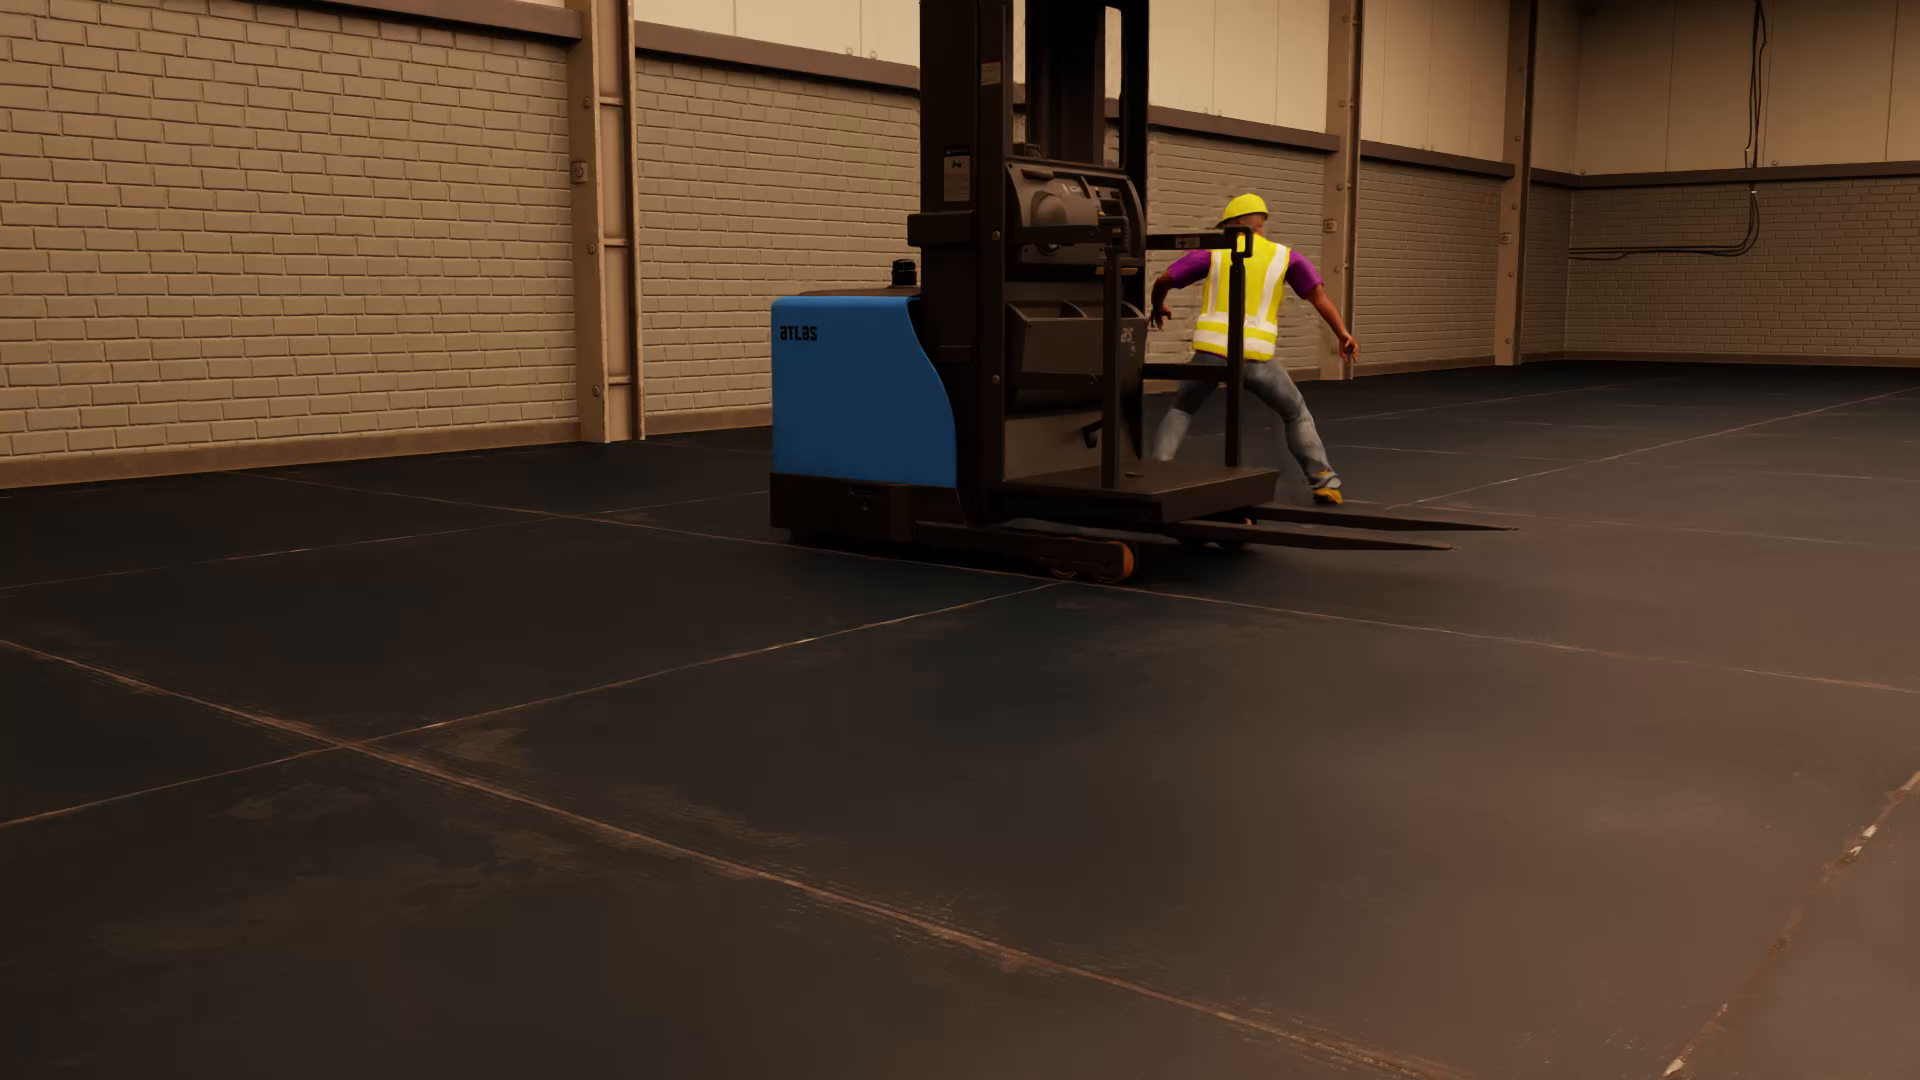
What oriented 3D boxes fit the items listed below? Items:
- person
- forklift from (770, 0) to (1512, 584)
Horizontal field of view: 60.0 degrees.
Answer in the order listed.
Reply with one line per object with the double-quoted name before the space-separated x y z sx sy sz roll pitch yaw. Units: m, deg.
"person" 1.505 -0.929 8.637 1.153 1.723 0.568 3 9 19
"forklift" 0.647 -1.370 6.648 3.031 2.935 1.130 6 10 36
